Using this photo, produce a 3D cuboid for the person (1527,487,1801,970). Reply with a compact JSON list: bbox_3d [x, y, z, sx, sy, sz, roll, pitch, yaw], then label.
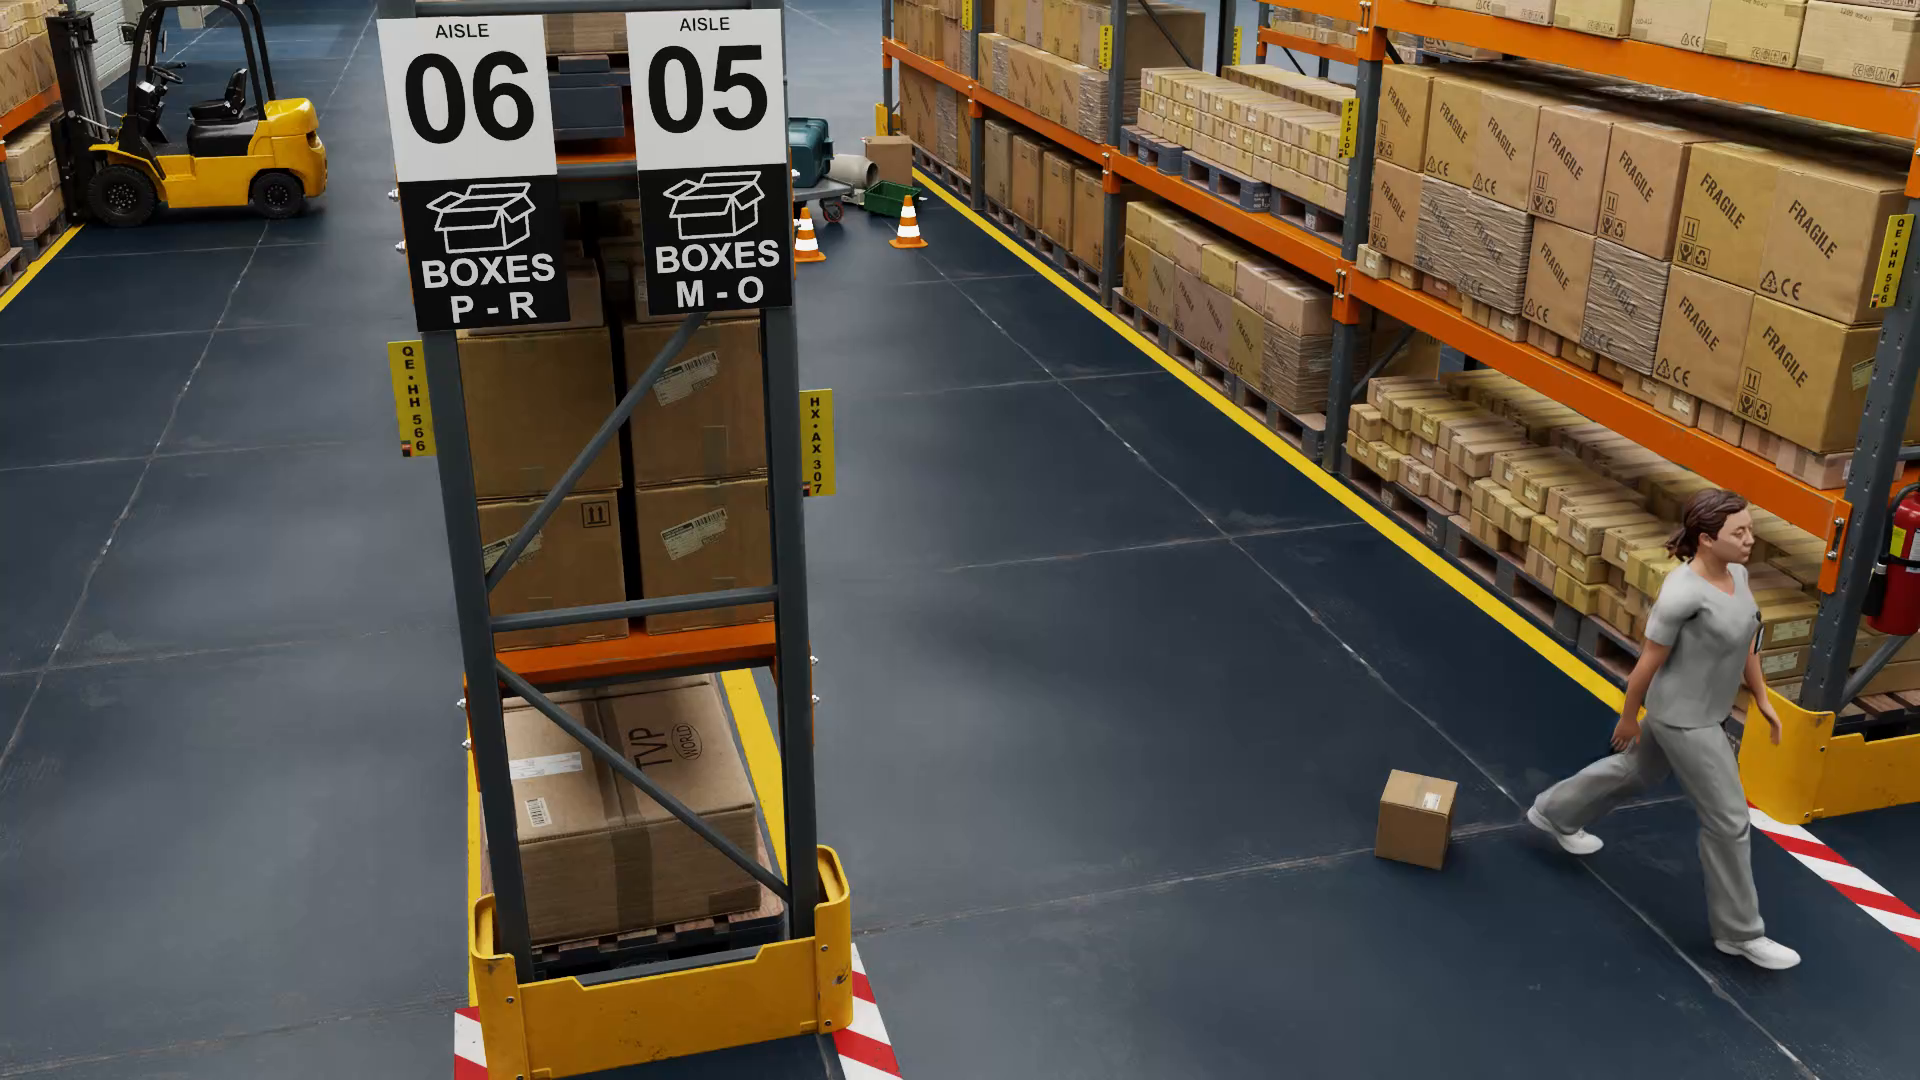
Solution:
[{"bbox_3d":[2.527,0.583,5.749,1.080,1.617,0.445,21,31,40],"label":"person"}]
